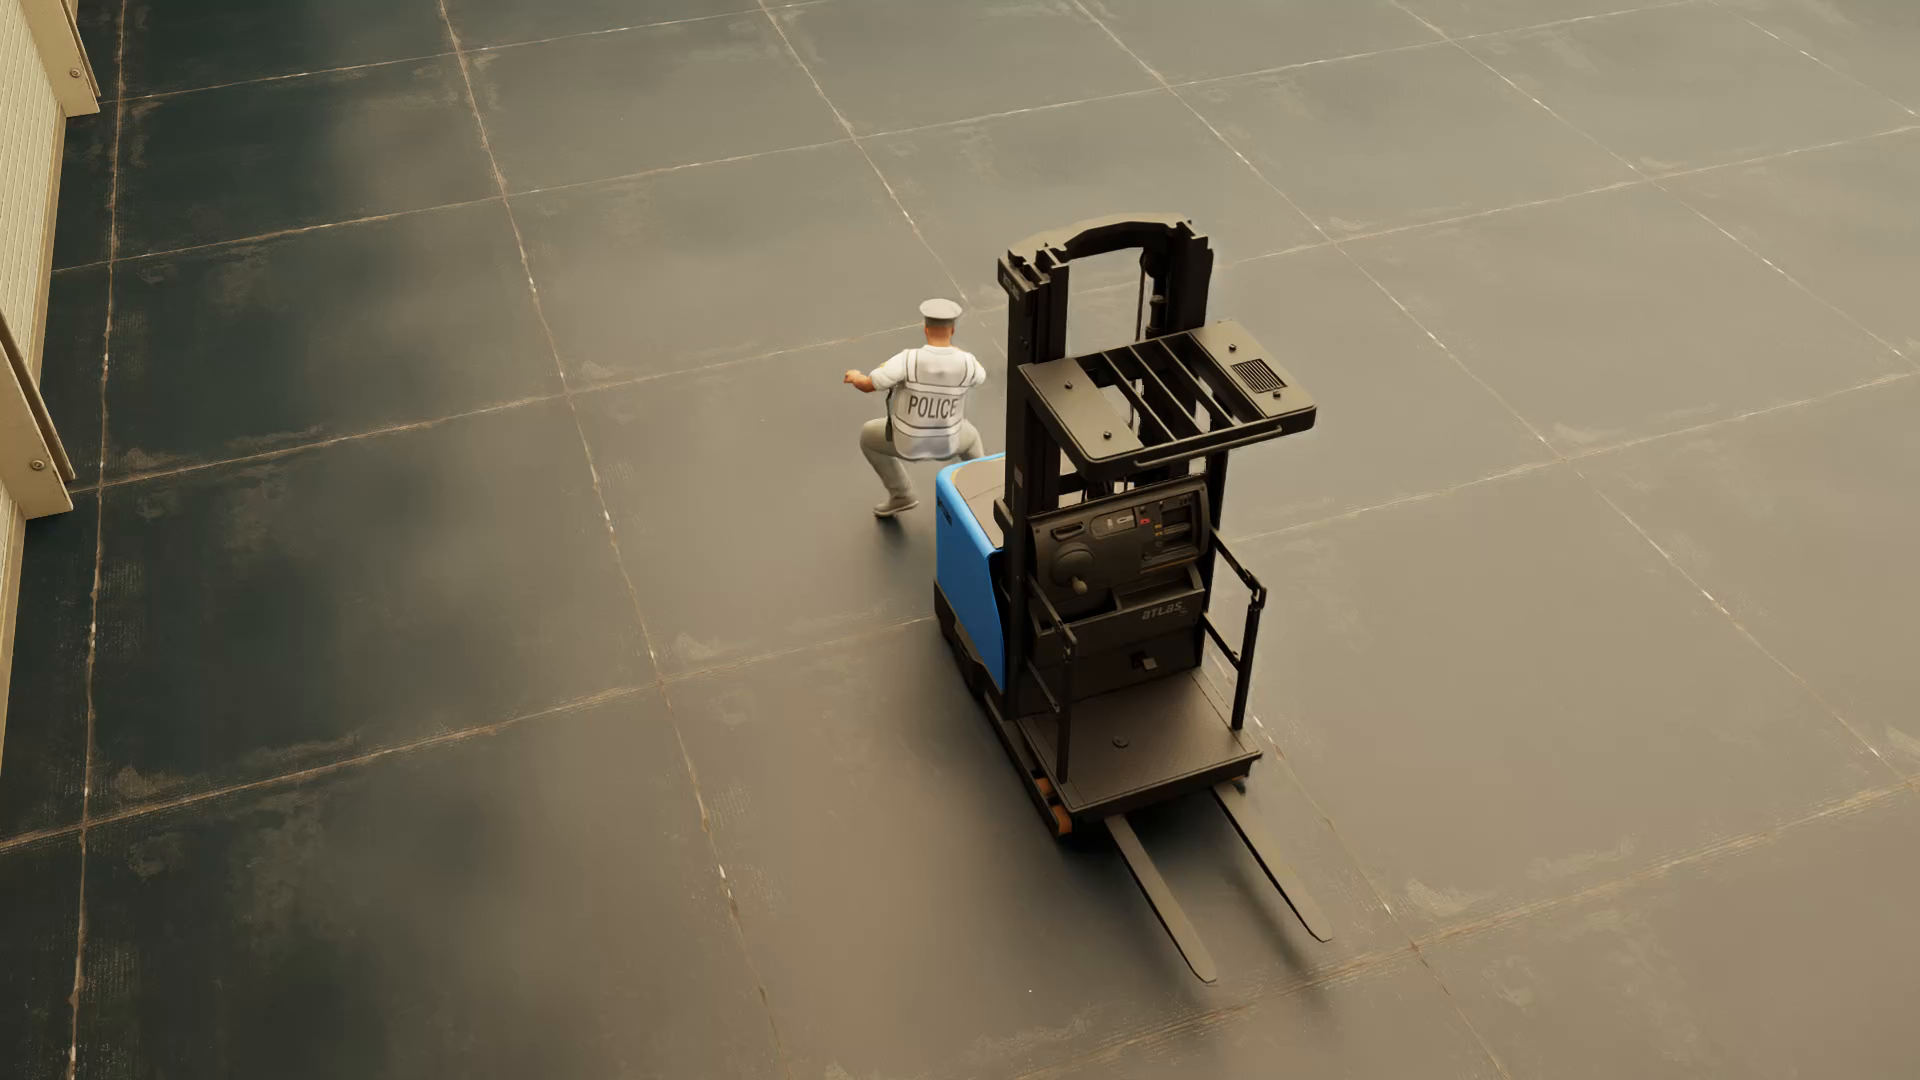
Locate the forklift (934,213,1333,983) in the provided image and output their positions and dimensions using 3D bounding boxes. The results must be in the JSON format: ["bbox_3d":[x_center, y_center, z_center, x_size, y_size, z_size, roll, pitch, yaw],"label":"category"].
[{"bbox_3d":[0.866,0.074,7.909,1.130,2.935,3.031,-14,42,-16],"label":"forklift"}]

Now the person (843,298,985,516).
[{"bbox_3d":[-0.217,-0.799,10.012,0.935,1.556,0.777,-6,40,-7],"label":"person"}]
